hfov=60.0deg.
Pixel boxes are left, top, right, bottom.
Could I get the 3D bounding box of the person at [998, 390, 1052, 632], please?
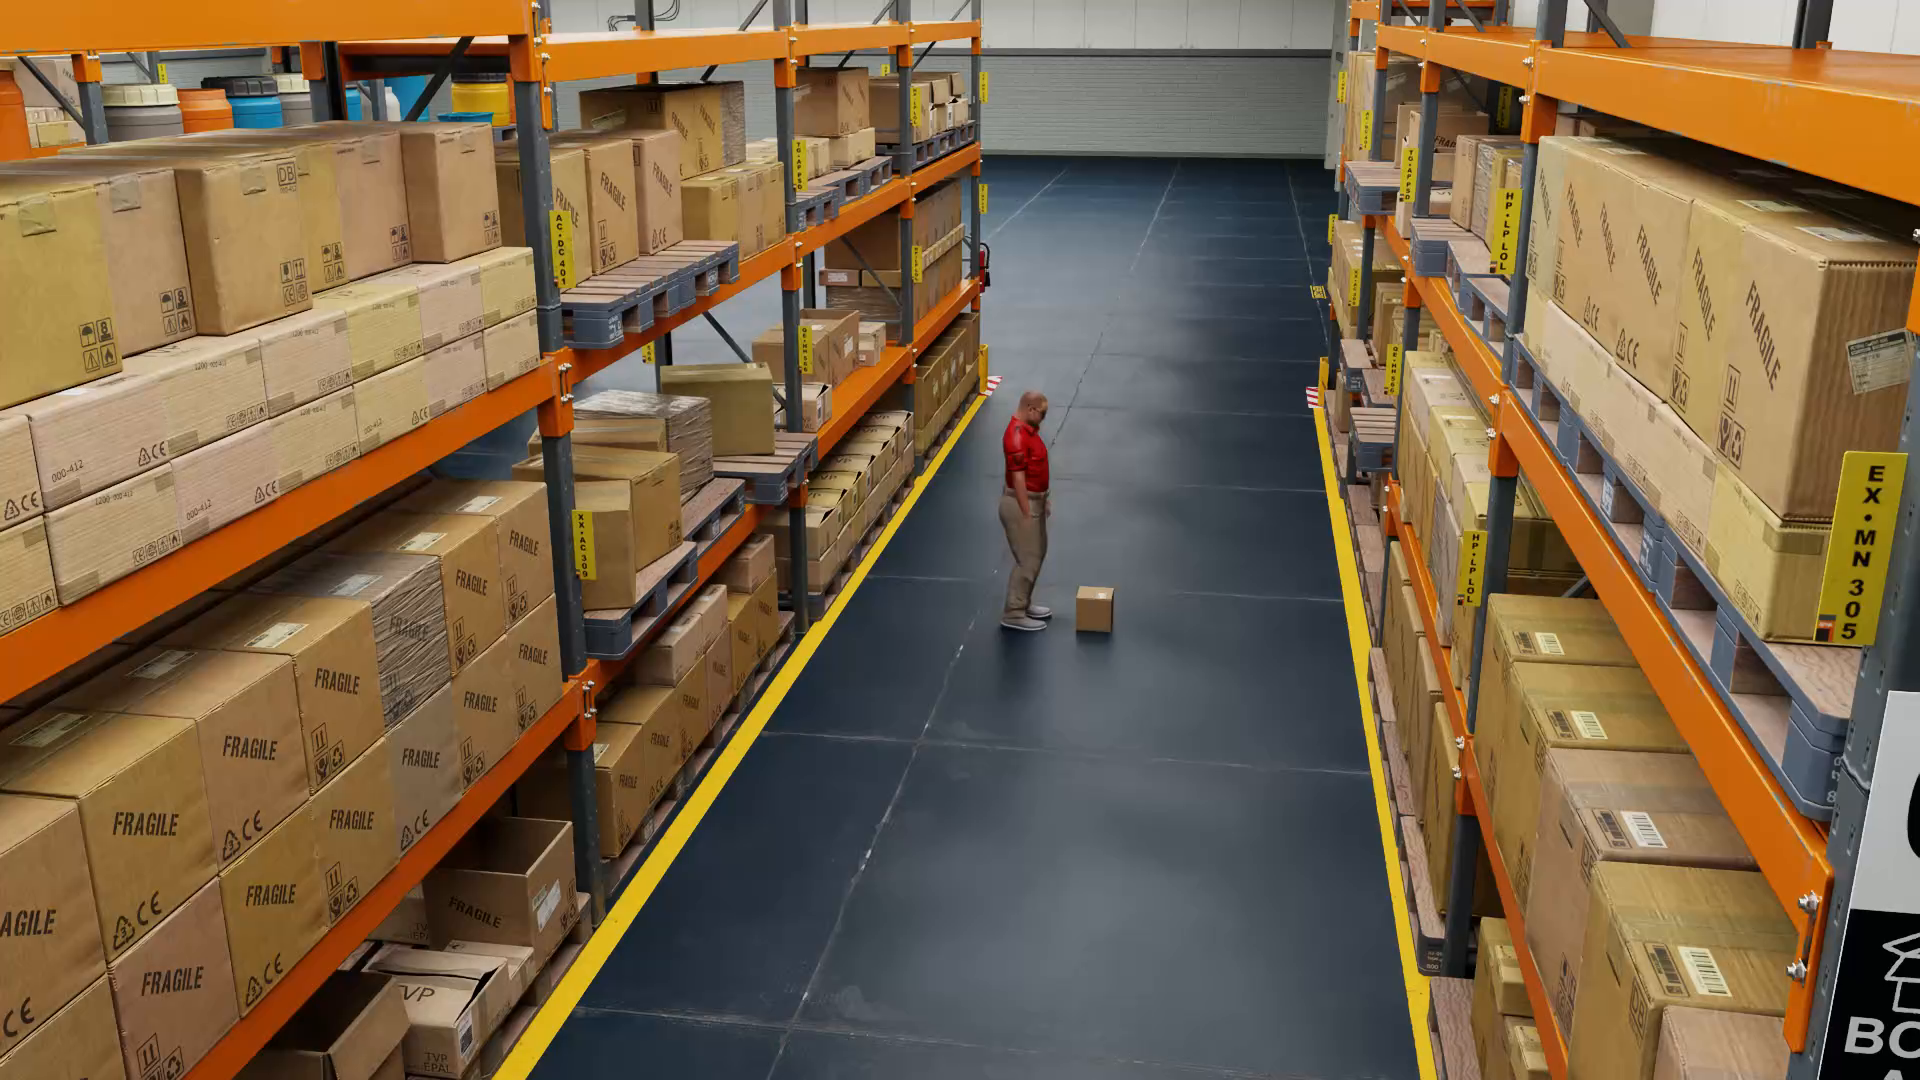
[{"bbox_3d":[0.473,-0.228,11.835,0.367,1.713,0.538,3,18,10],"label":"person"}]
